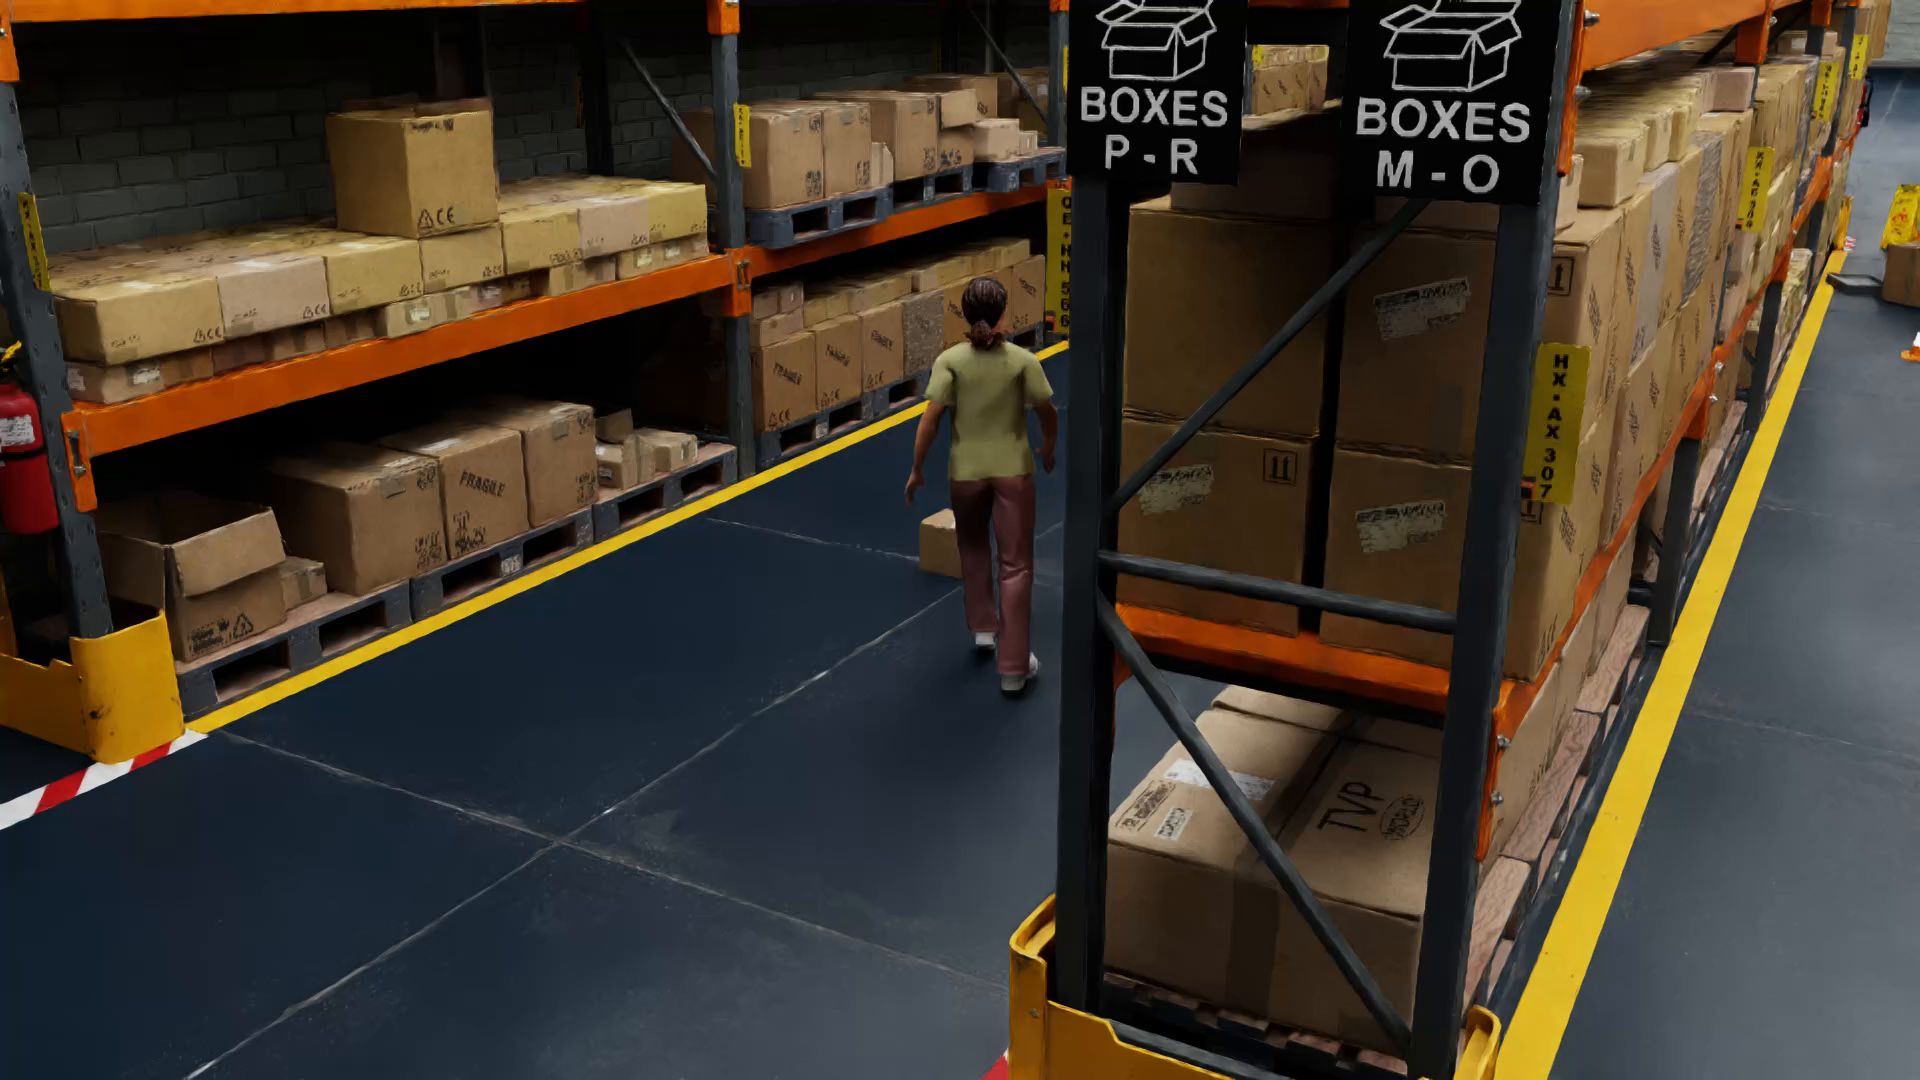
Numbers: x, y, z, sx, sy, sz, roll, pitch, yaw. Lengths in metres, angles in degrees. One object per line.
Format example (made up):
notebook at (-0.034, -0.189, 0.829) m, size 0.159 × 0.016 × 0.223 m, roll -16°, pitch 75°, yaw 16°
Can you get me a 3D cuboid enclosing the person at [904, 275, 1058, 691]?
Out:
person at (0.087, -0.220, 6.796) m, size 0.618 × 1.708 × 0.649 m, roll 1°, pitch 20°, yaw 4°
